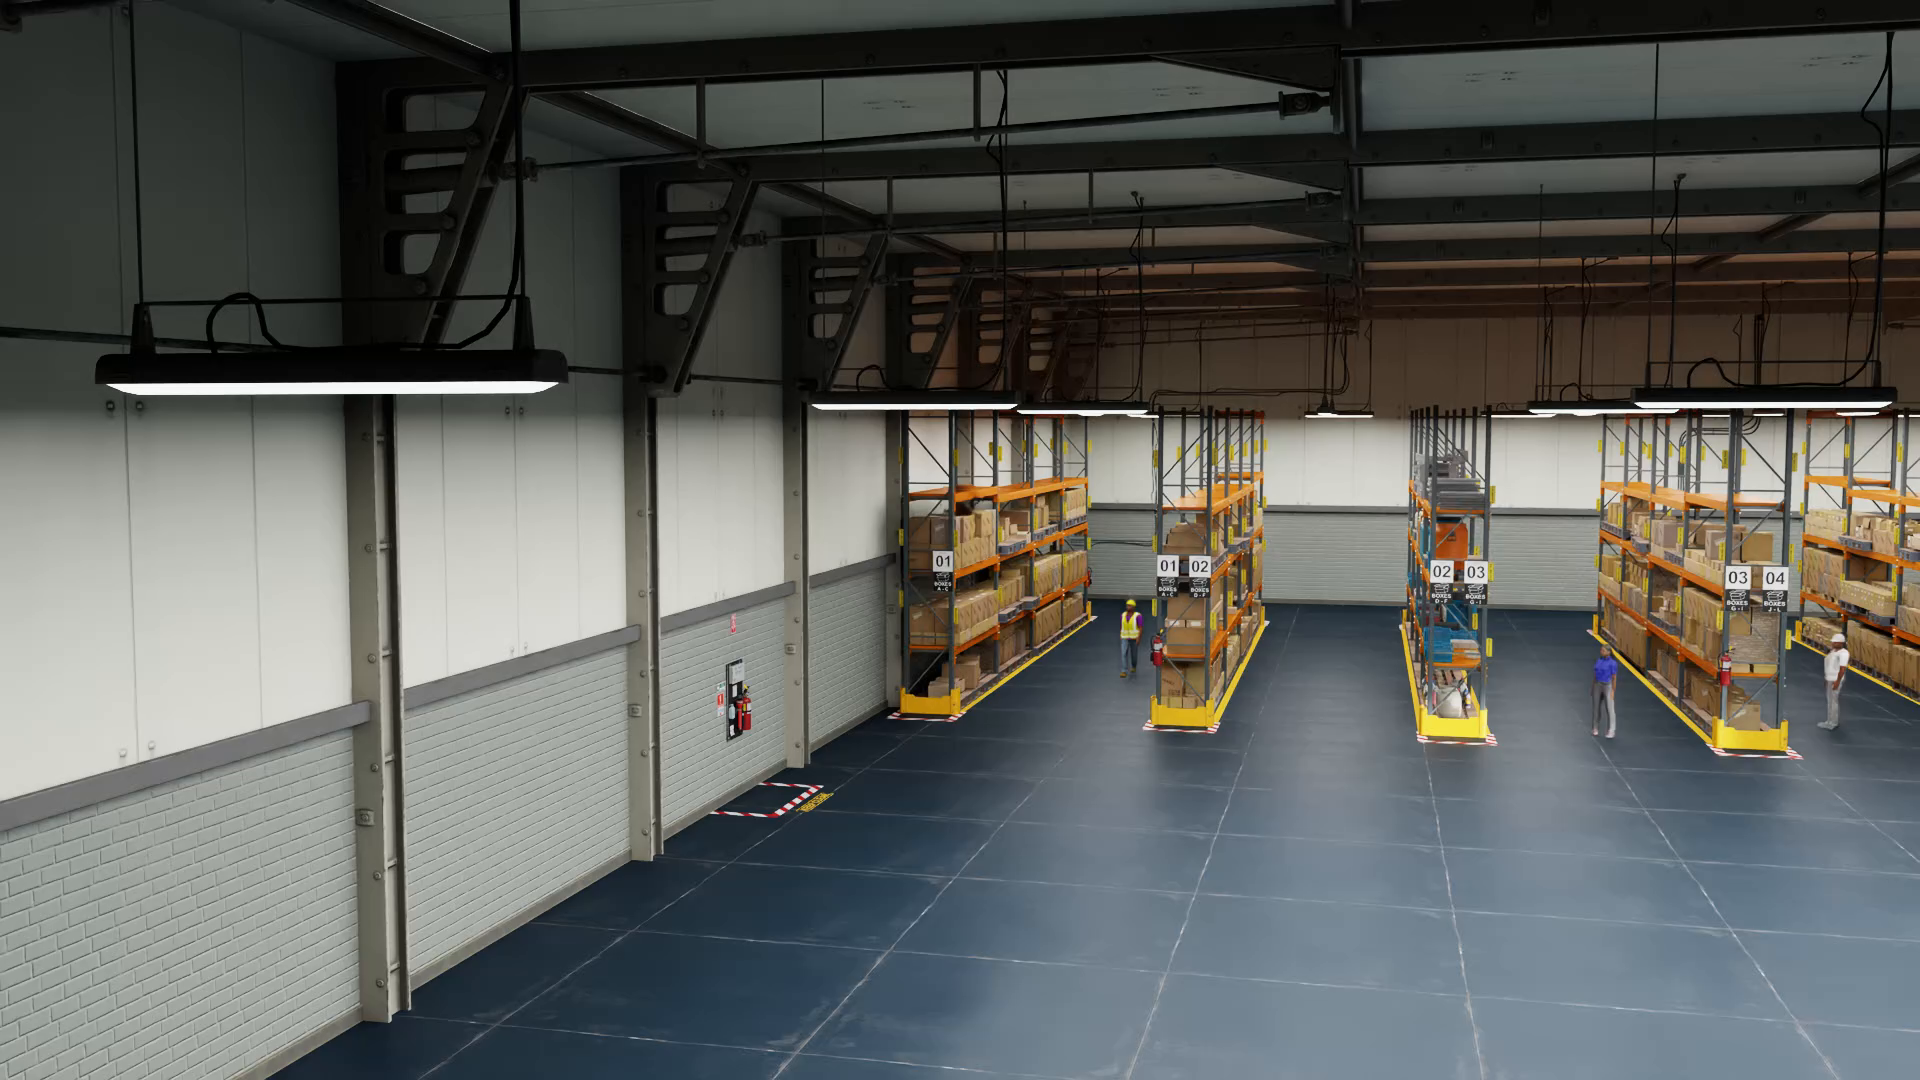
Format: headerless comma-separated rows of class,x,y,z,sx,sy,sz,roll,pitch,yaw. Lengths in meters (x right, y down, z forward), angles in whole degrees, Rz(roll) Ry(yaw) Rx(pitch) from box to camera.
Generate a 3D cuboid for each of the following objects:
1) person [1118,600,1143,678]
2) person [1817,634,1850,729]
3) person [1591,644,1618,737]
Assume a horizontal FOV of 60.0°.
person,3.798,2.196,37.096,0.580,1.715,1.058,1,4,11
person,16.249,2.623,30.948,0.490,1.766,0.634,2,4,21
person,11.696,2.723,30.214,0.337,1.665,0.482,-3,5,-37
